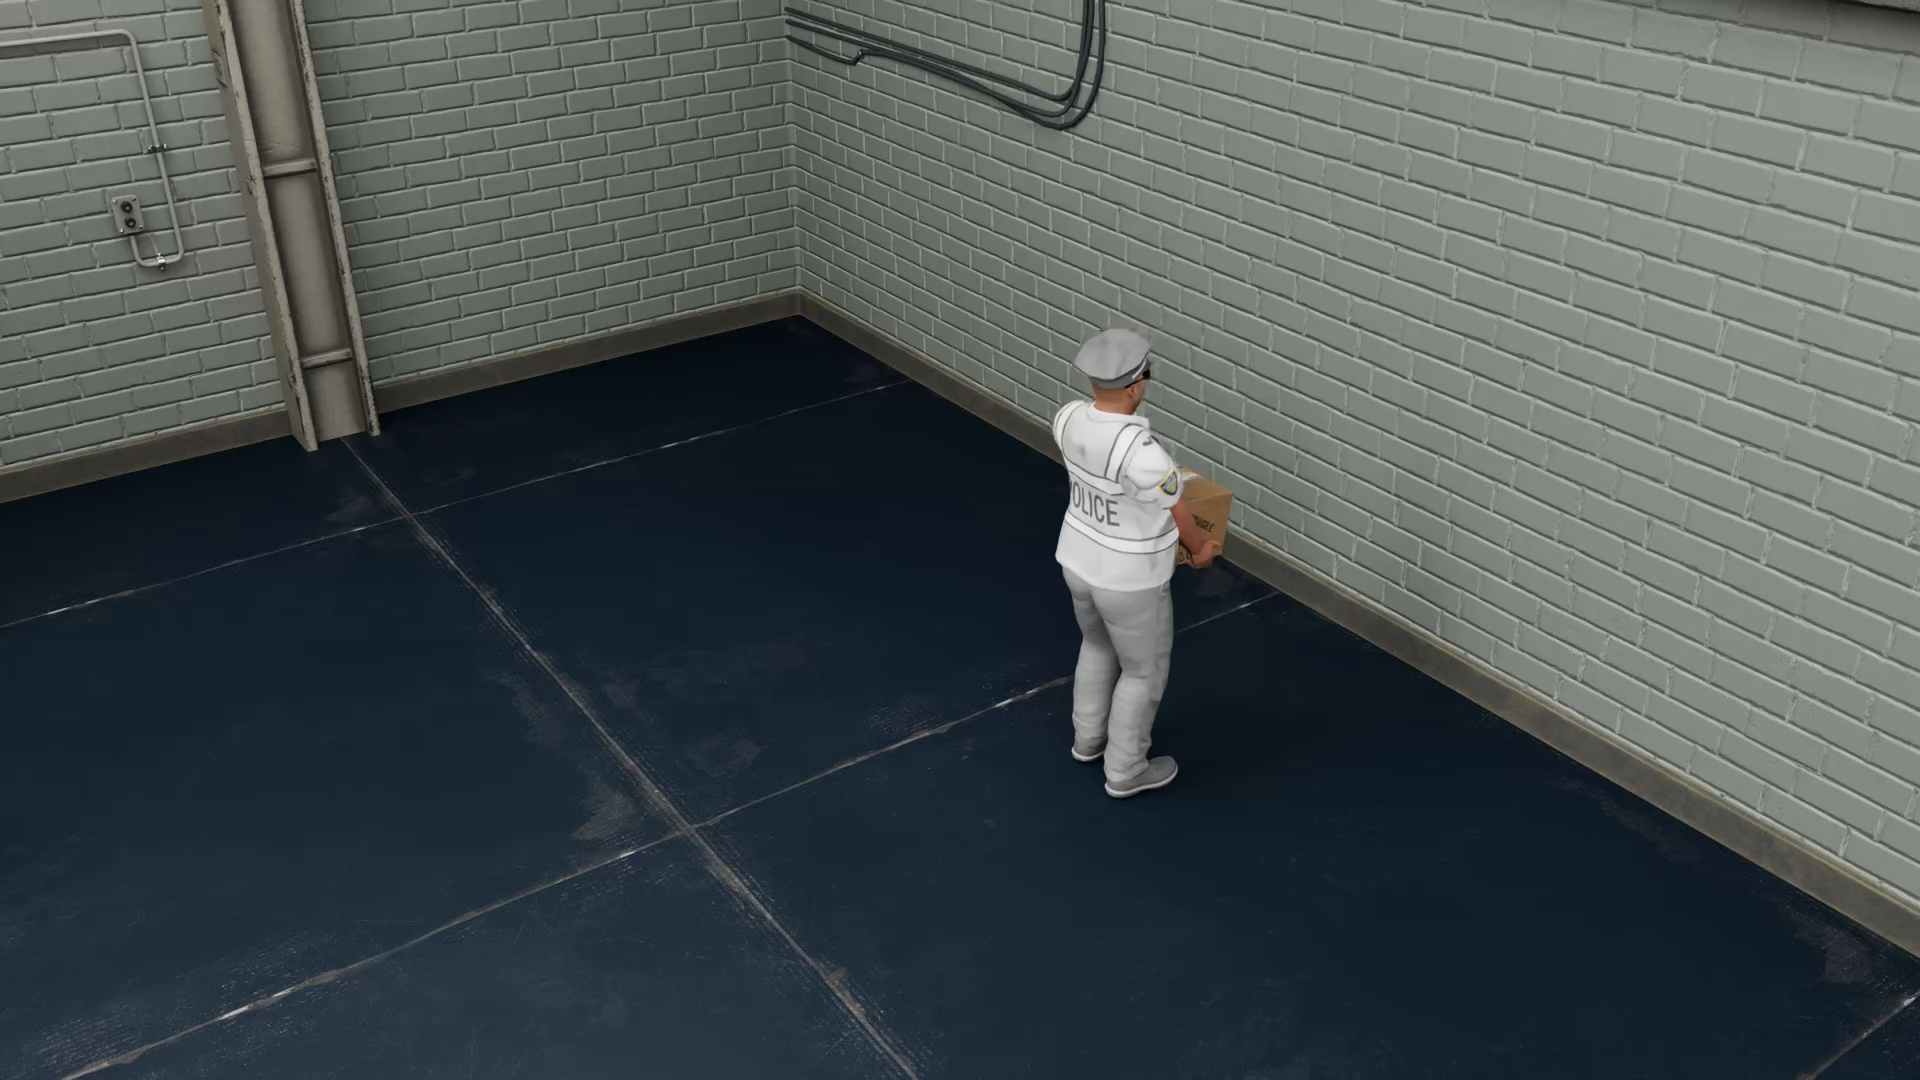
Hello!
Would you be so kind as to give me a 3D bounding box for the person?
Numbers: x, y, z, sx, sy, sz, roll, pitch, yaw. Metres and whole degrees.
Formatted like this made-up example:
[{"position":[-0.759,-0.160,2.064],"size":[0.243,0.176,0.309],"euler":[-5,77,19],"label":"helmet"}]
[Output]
[{"position":[0.628,0.067,5.982],"size":[0.566,1.767,0.490],"euler":[-18,33,-30],"label":"person"}]
